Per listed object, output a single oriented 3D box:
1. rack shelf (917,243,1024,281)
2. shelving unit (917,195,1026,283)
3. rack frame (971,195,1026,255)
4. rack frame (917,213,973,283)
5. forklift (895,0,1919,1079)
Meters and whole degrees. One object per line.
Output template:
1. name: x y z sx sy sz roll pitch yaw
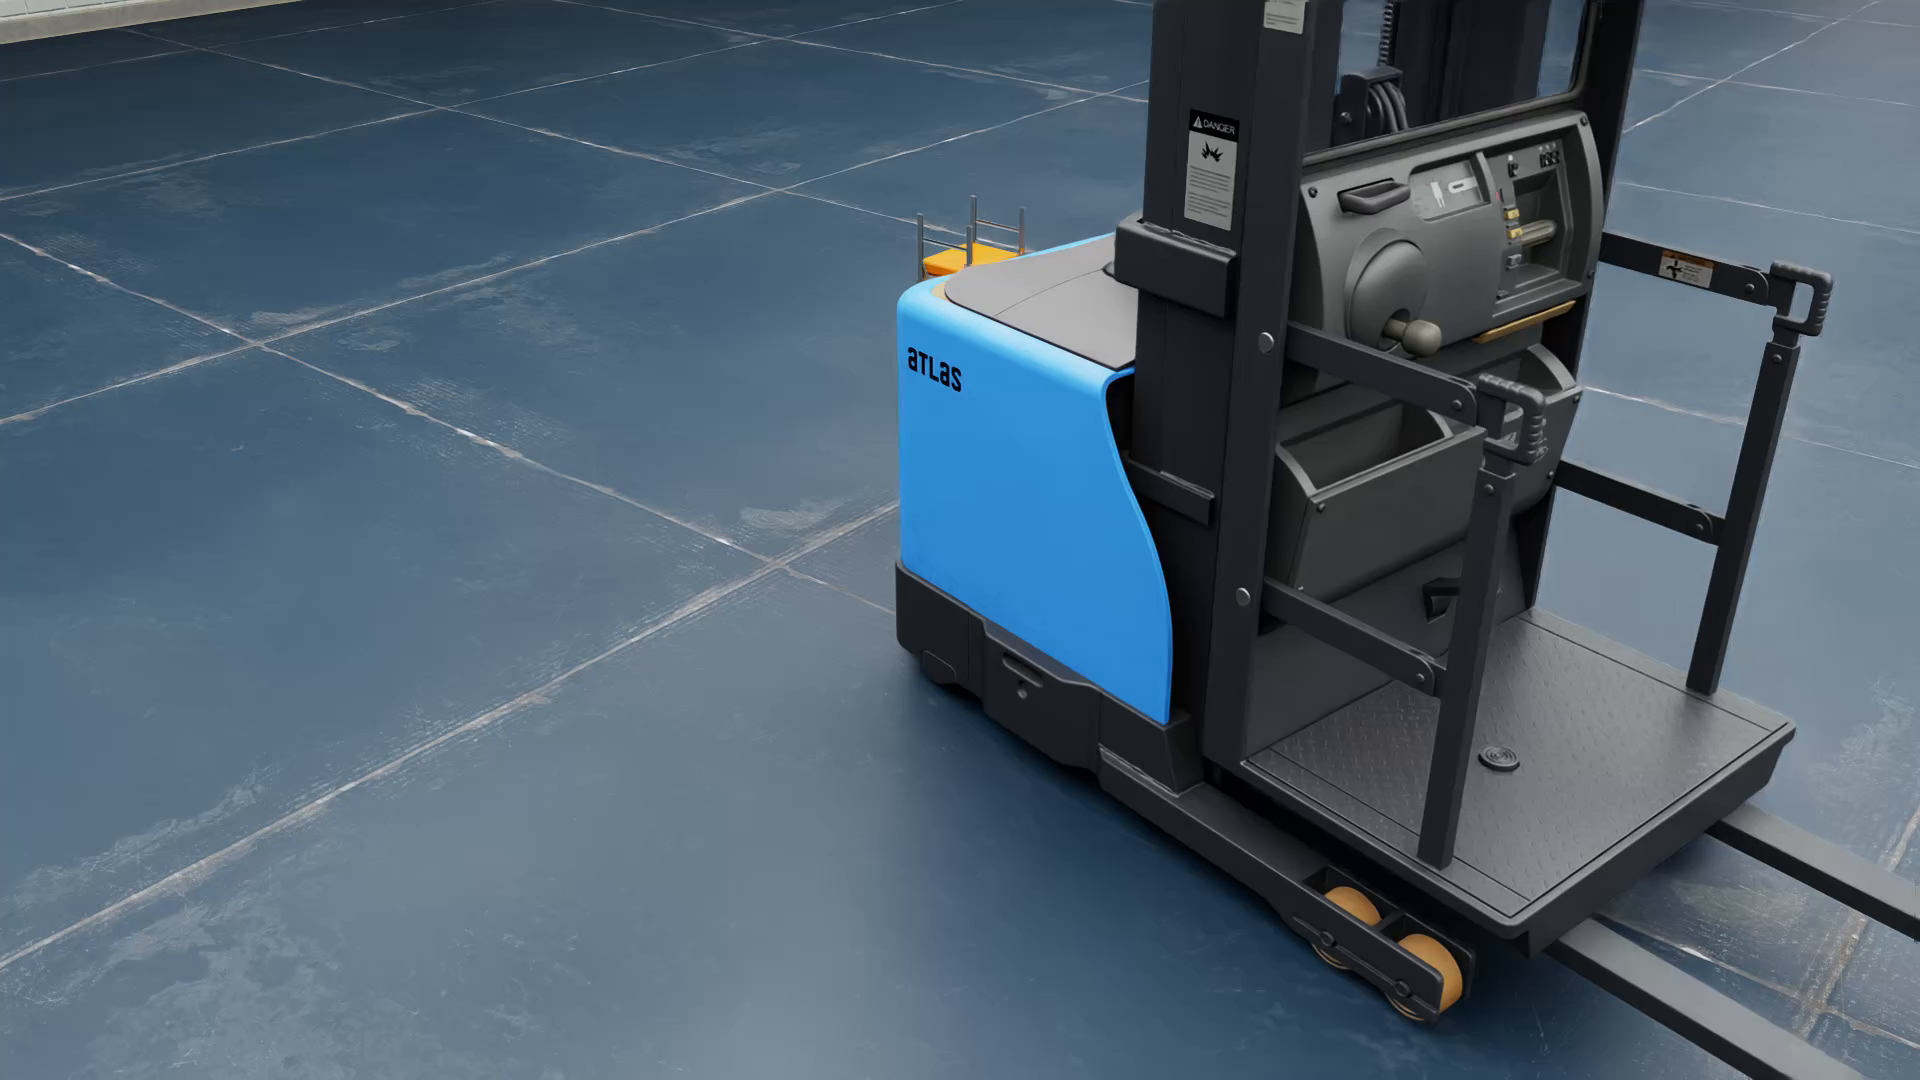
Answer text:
1. rack shelf: 0.034 -0.728 4.920 0.215 0.259 0.240 21 34 34
2. shelving unit: 0.034 -0.485 5.045 0.215 1.050 0.252 21 34 34
3. rack frame: 0.112 -0.529 5.129 0.200 1.050 0.008 21 34 34
4. rack frame: -0.044 -0.442 4.962 0.200 1.050 0.008 21 34 34
5. forklift: 1.143 -0.591 3.203 1.130 2.935 3.031 -20 34 -34
